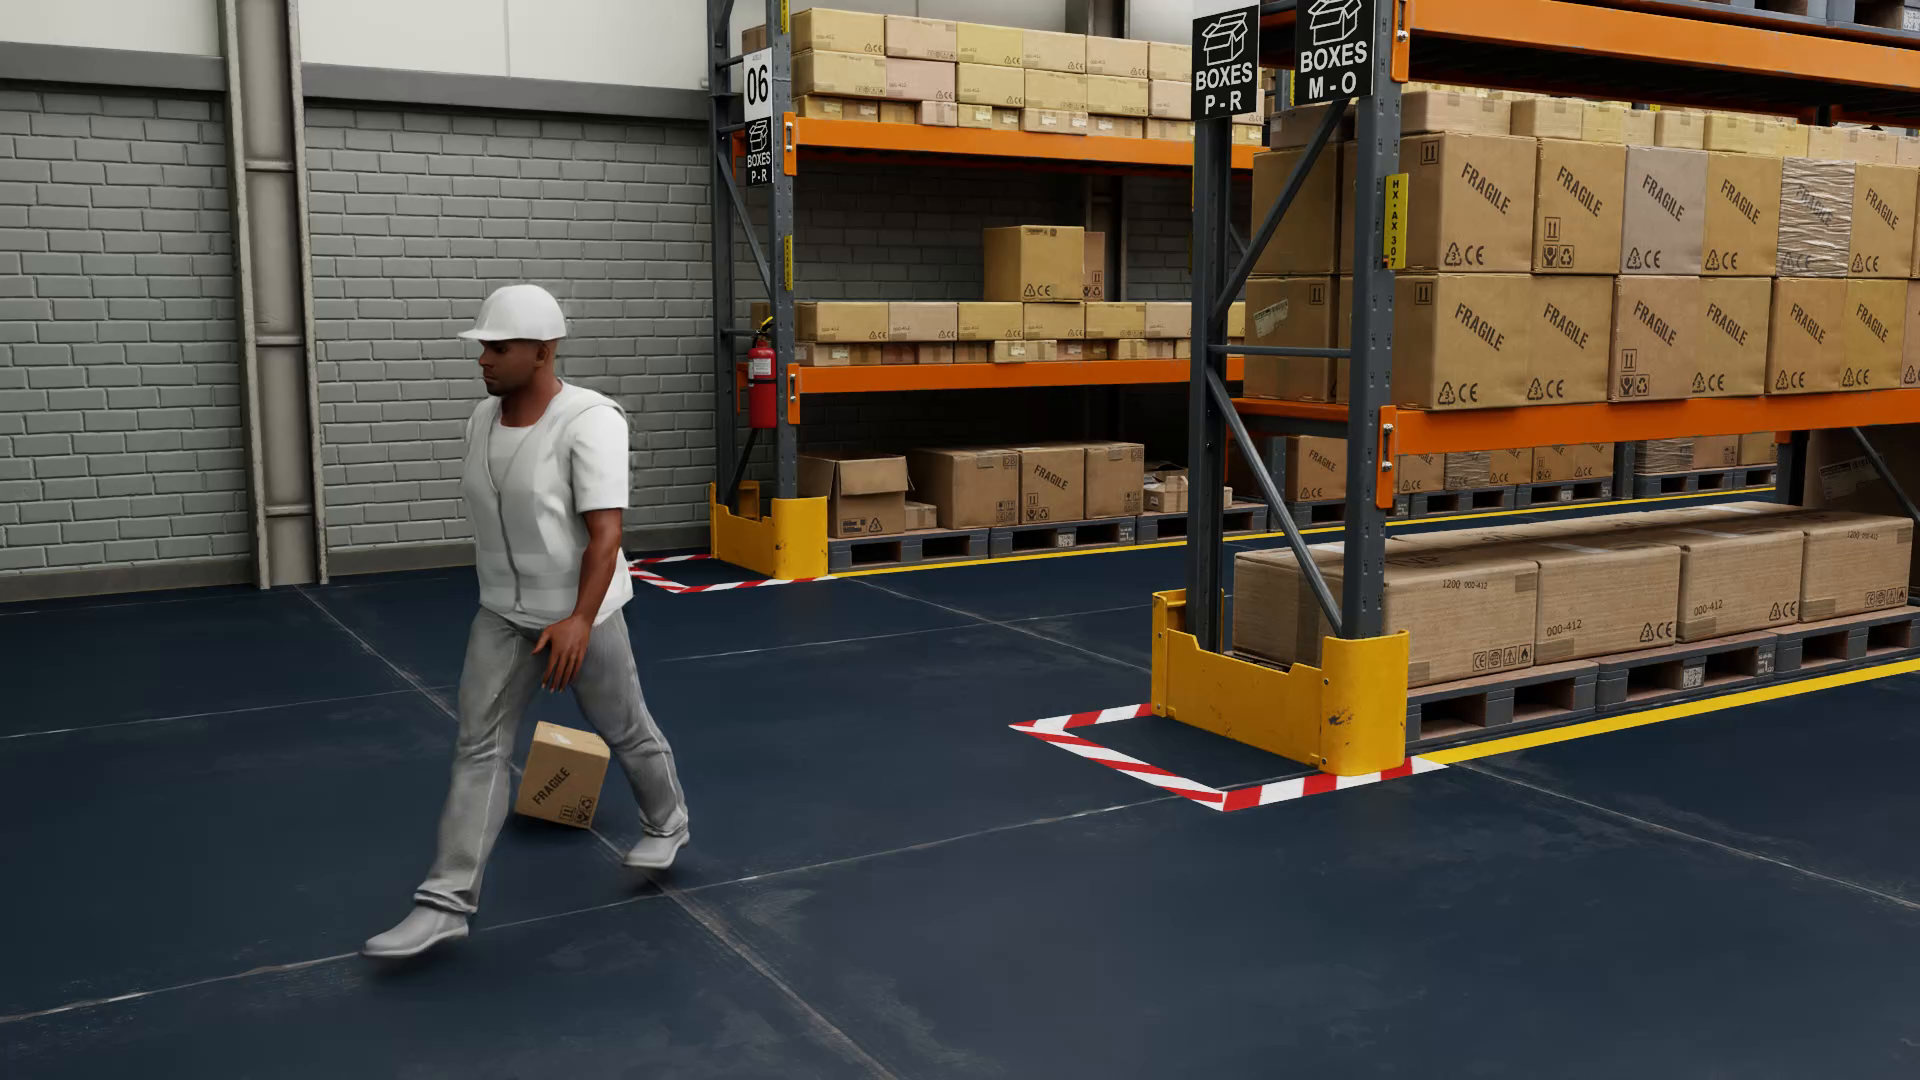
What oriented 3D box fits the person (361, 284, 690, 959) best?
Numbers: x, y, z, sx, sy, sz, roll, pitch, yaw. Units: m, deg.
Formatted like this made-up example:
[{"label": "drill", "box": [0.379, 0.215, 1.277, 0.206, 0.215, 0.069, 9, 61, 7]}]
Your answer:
[{"label": "person", "box": [-1.127, 0.175, 4.462, 0.587, 1.693, 1.102, 4, 9, 24]}]
